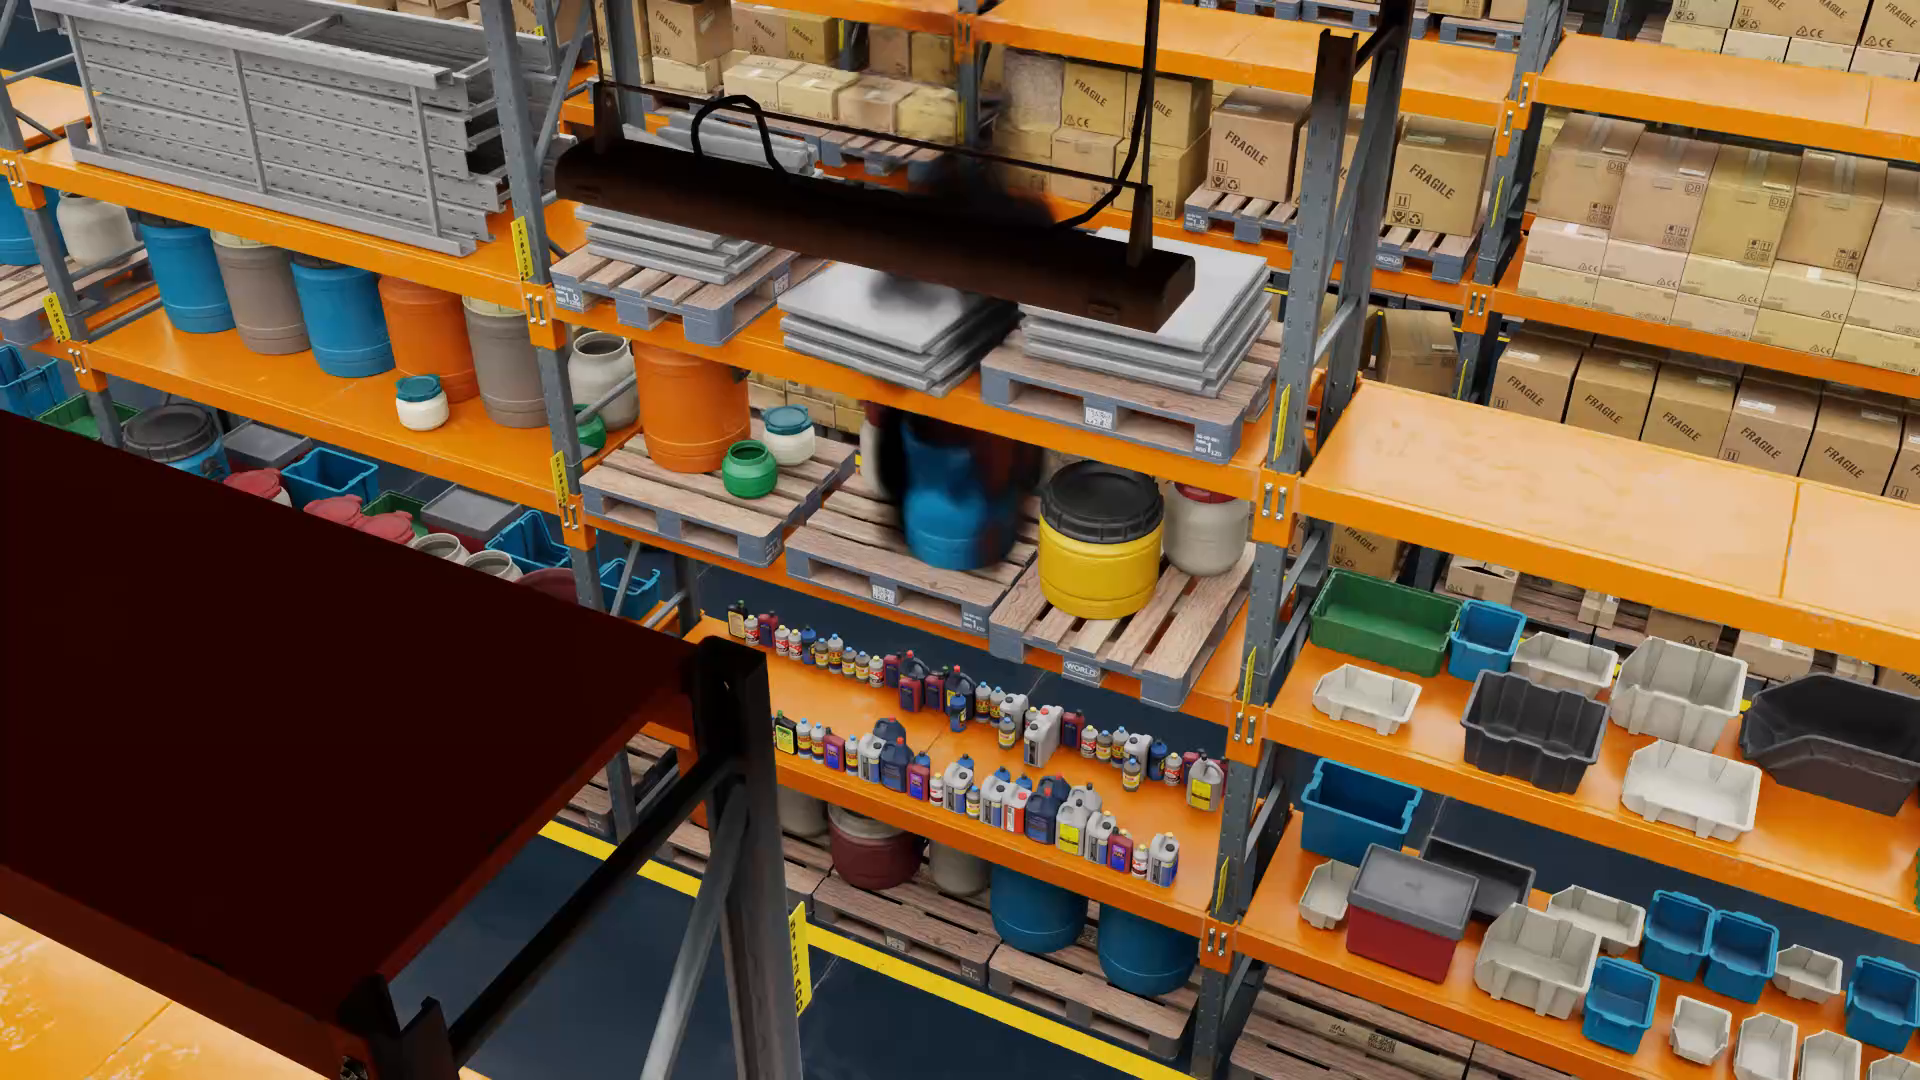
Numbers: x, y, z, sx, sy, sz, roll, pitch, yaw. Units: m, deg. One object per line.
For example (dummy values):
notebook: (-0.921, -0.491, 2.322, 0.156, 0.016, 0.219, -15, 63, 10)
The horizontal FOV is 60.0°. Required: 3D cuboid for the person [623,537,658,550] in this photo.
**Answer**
person: (-2.375, -0.642, 13.245, 0.840, 1.763, 0.660, 9, 36, 13)
